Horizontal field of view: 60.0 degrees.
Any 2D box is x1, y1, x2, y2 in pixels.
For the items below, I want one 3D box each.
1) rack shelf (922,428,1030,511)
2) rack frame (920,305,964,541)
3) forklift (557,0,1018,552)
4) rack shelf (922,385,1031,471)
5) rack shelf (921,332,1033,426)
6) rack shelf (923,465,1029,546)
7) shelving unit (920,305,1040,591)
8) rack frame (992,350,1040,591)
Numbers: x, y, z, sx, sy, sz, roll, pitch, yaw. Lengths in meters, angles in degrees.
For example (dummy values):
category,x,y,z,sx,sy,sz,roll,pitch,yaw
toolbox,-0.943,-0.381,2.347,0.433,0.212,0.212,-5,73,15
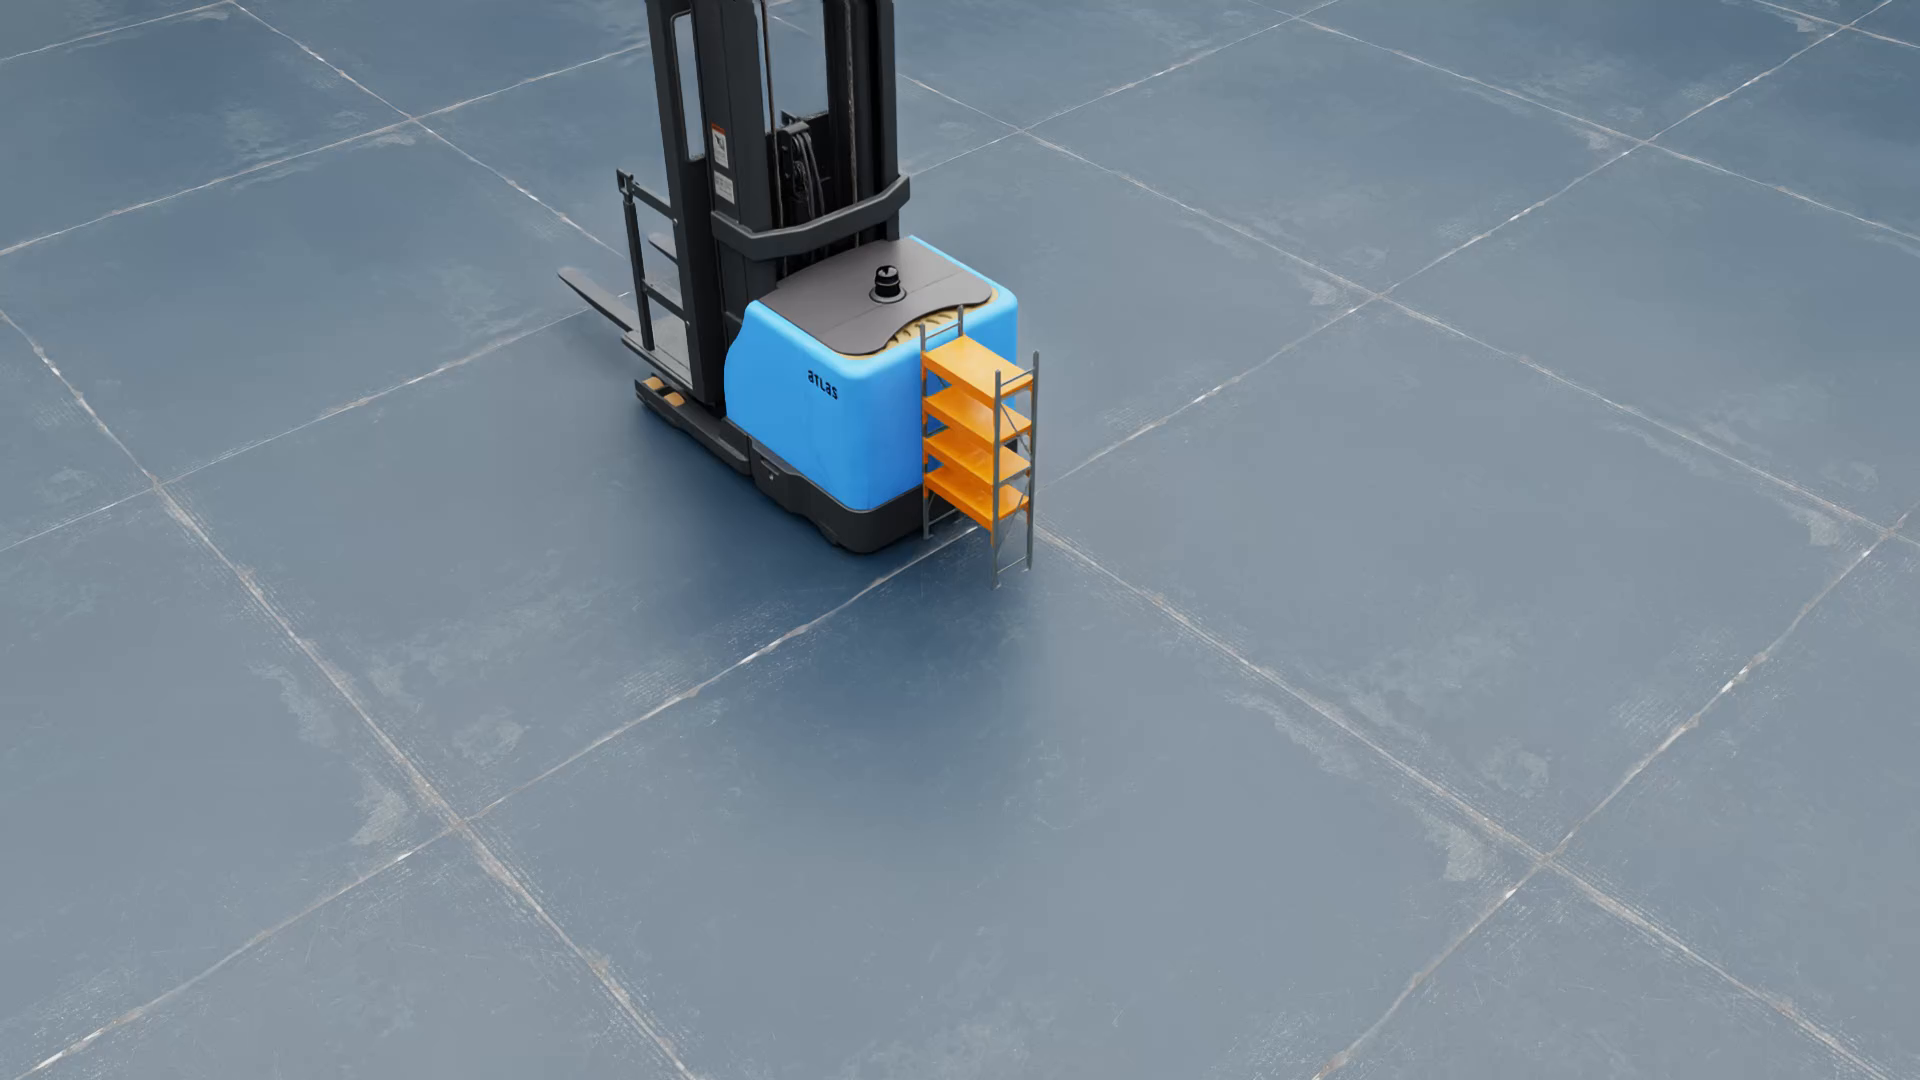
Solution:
category,x,y,z,sx,sy,sz,roll,pitch,yaw
rack shelf,0.081,-0.348,7.541,0.258,0.148,0.480,-29,47,-31
rack frame,-0.079,-0.516,7.642,0.240,1.200,0.015,-29,47,-31
forklift,-1.063,-1.931,8.016,1.130,2.935,3.031,-29,47,-31
rack shelf,0.081,-0.522,7.401,0.258,0.148,0.480,-29,47,-31
rack shelf,0.081,-0.706,7.252,0.258,0.148,0.480,-29,47,-31
rack shelf,0.081,-0.194,7.666,0.258,0.148,0.480,-29,47,-31
shelving unit,0.081,-0.401,7.499,0.258,1.200,0.503,-29,47,-31
rack frame,0.242,-0.285,7.356,0.240,1.200,0.015,-29,47,-31
